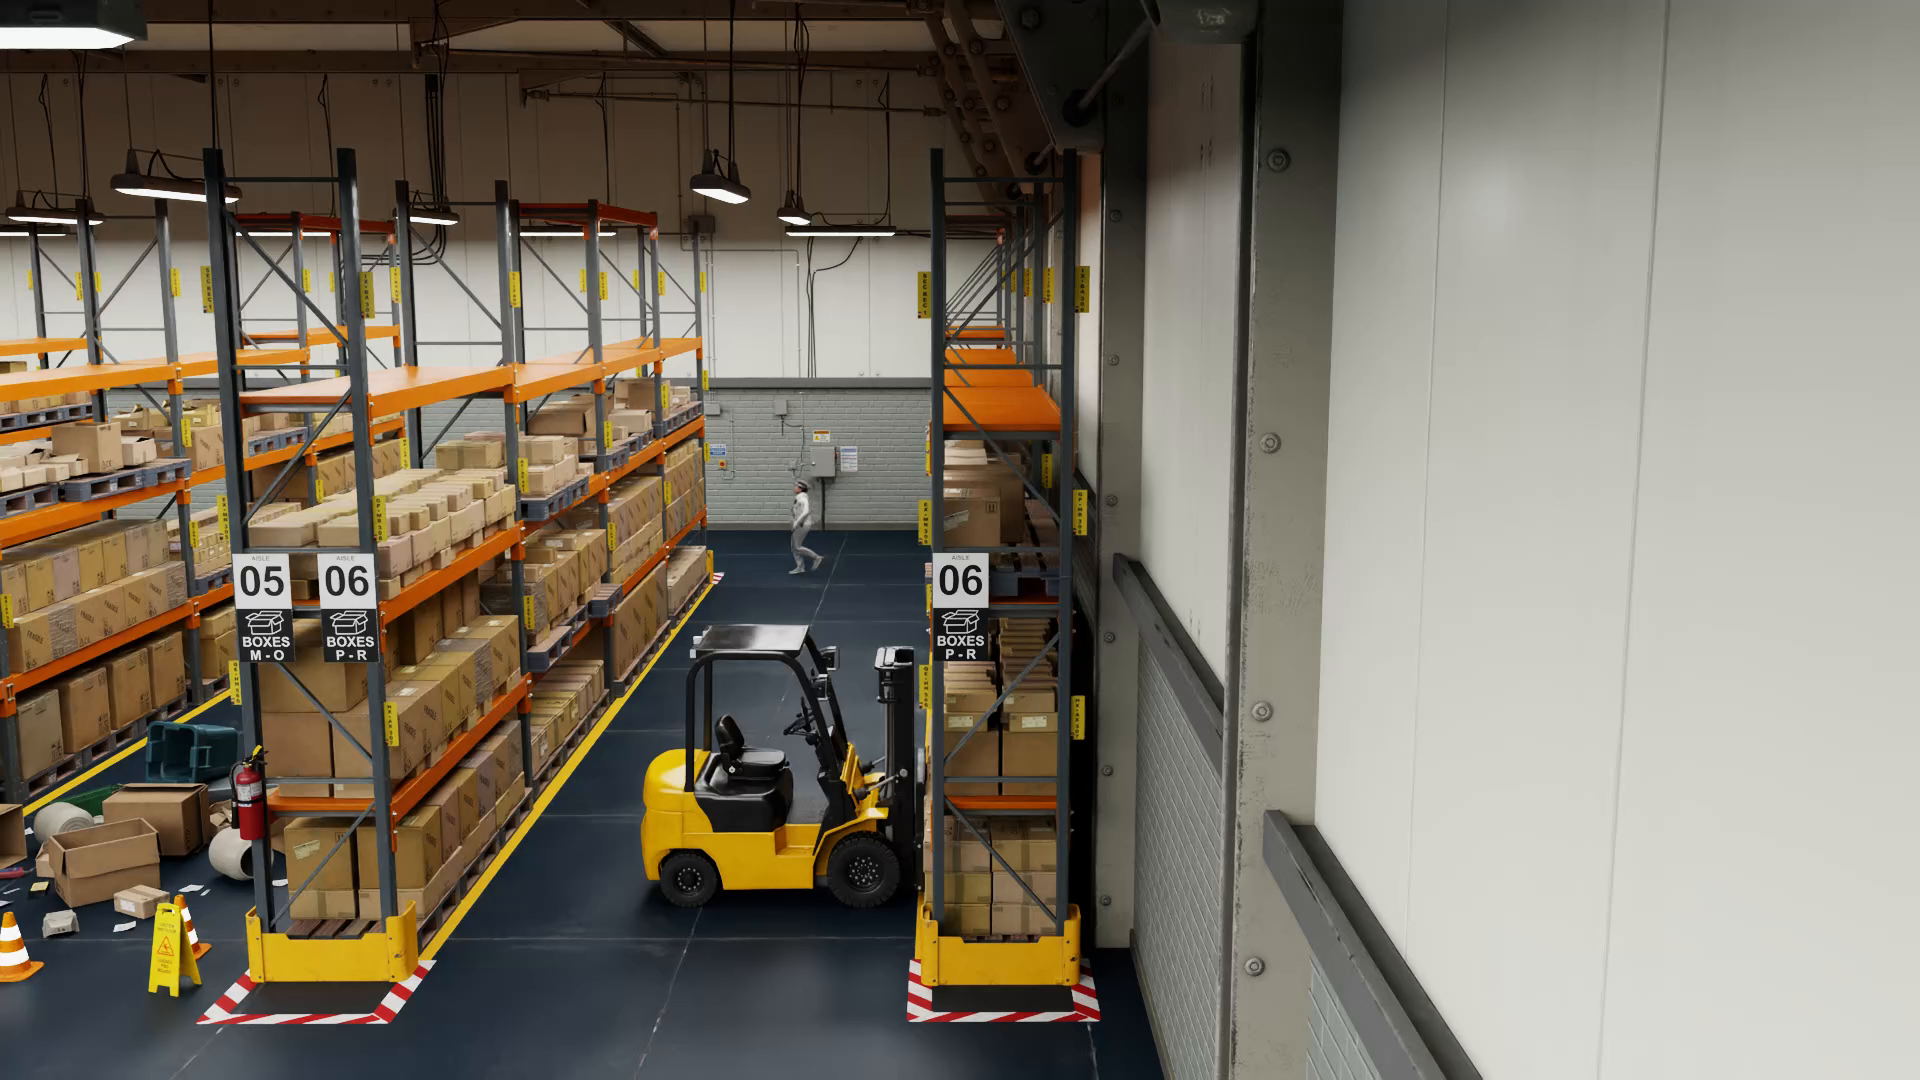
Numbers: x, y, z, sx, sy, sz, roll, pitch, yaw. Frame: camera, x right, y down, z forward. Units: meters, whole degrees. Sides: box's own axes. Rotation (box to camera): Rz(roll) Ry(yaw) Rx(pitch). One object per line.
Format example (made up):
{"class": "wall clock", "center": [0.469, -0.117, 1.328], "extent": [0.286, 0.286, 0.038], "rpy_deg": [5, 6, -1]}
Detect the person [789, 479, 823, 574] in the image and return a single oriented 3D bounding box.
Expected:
{"class": "person", "center": [-2.677, -0.240, 28.783], "extent": [0.588, 1.673, 0.653], "rpy_deg": [0, 9, 3]}
